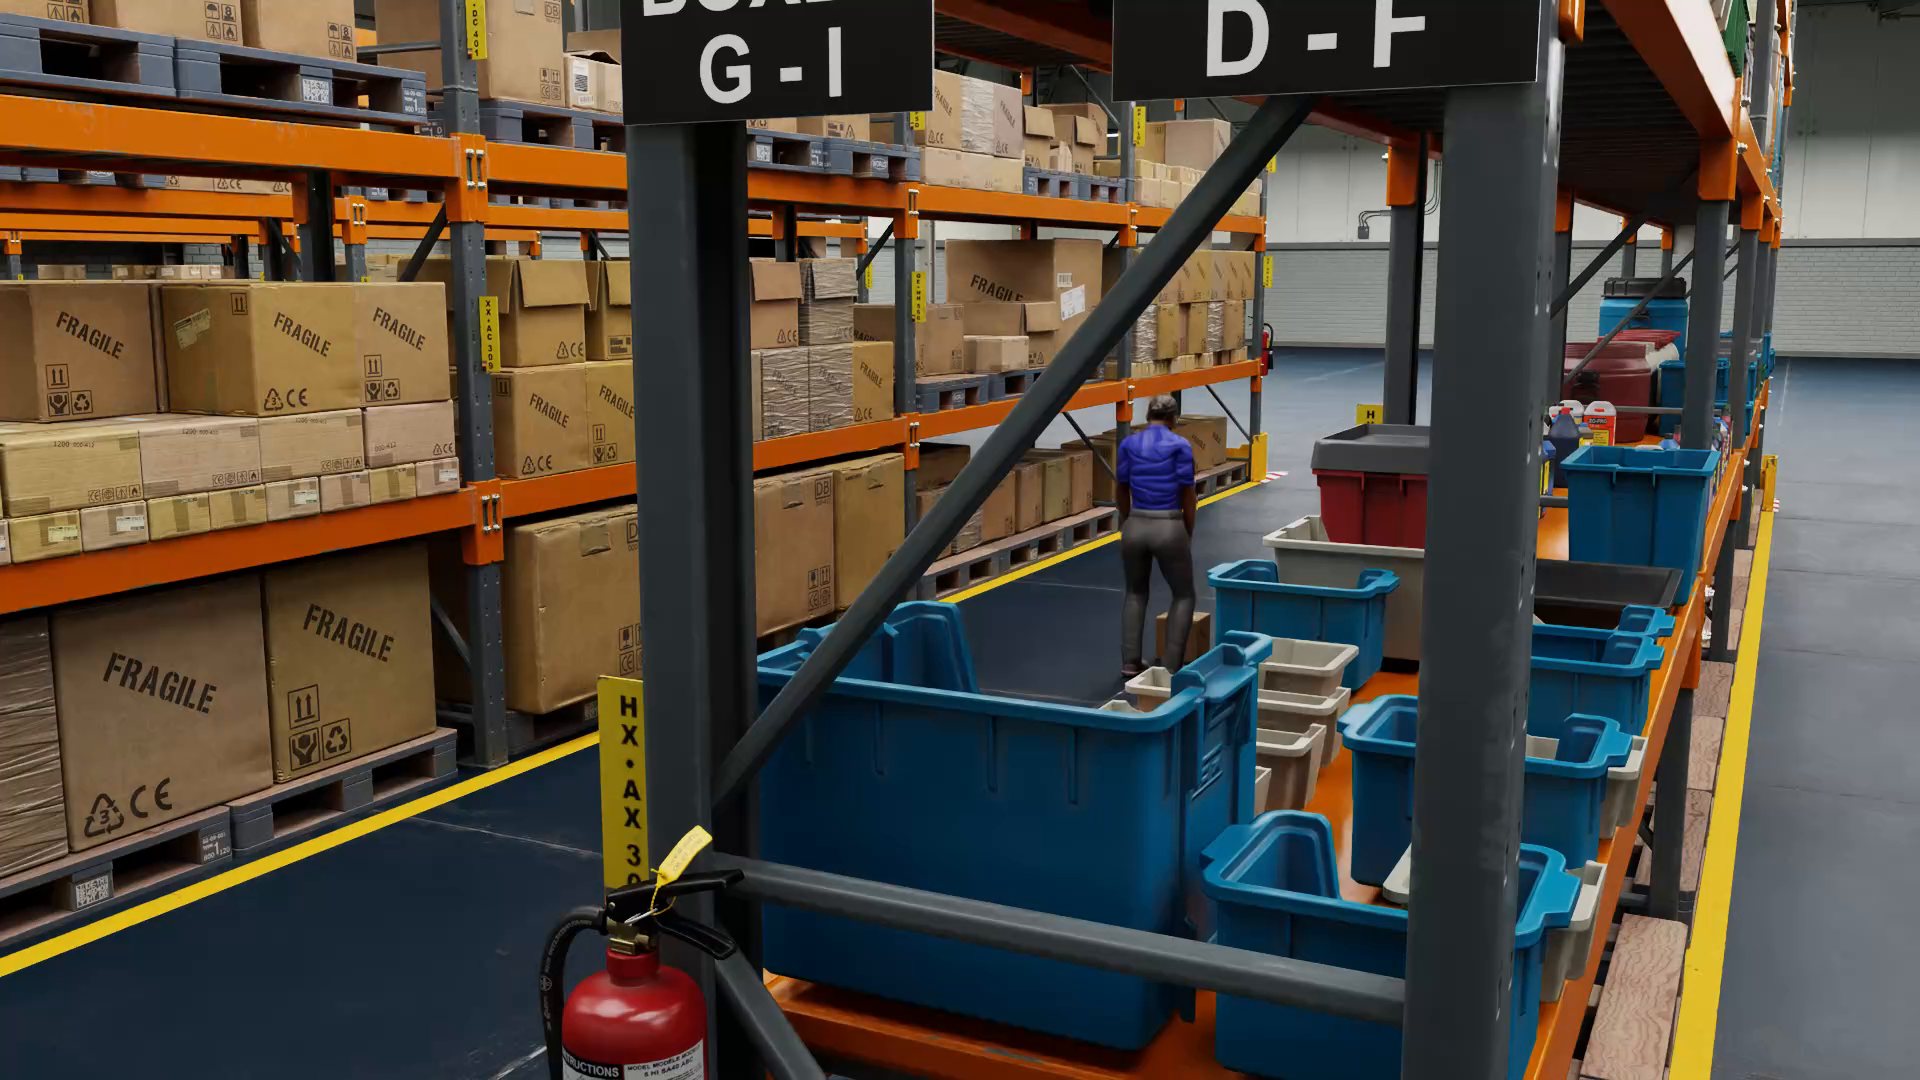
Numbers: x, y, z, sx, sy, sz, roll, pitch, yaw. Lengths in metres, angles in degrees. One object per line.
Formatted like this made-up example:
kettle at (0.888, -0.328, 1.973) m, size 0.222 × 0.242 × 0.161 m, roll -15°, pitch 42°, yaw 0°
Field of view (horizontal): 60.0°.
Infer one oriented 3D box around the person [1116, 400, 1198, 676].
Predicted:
person at (1.080, 0.003, 9.271) m, size 0.476 × 1.544 × 0.471 m, roll 5°, pitch 10°, yaw 27°
